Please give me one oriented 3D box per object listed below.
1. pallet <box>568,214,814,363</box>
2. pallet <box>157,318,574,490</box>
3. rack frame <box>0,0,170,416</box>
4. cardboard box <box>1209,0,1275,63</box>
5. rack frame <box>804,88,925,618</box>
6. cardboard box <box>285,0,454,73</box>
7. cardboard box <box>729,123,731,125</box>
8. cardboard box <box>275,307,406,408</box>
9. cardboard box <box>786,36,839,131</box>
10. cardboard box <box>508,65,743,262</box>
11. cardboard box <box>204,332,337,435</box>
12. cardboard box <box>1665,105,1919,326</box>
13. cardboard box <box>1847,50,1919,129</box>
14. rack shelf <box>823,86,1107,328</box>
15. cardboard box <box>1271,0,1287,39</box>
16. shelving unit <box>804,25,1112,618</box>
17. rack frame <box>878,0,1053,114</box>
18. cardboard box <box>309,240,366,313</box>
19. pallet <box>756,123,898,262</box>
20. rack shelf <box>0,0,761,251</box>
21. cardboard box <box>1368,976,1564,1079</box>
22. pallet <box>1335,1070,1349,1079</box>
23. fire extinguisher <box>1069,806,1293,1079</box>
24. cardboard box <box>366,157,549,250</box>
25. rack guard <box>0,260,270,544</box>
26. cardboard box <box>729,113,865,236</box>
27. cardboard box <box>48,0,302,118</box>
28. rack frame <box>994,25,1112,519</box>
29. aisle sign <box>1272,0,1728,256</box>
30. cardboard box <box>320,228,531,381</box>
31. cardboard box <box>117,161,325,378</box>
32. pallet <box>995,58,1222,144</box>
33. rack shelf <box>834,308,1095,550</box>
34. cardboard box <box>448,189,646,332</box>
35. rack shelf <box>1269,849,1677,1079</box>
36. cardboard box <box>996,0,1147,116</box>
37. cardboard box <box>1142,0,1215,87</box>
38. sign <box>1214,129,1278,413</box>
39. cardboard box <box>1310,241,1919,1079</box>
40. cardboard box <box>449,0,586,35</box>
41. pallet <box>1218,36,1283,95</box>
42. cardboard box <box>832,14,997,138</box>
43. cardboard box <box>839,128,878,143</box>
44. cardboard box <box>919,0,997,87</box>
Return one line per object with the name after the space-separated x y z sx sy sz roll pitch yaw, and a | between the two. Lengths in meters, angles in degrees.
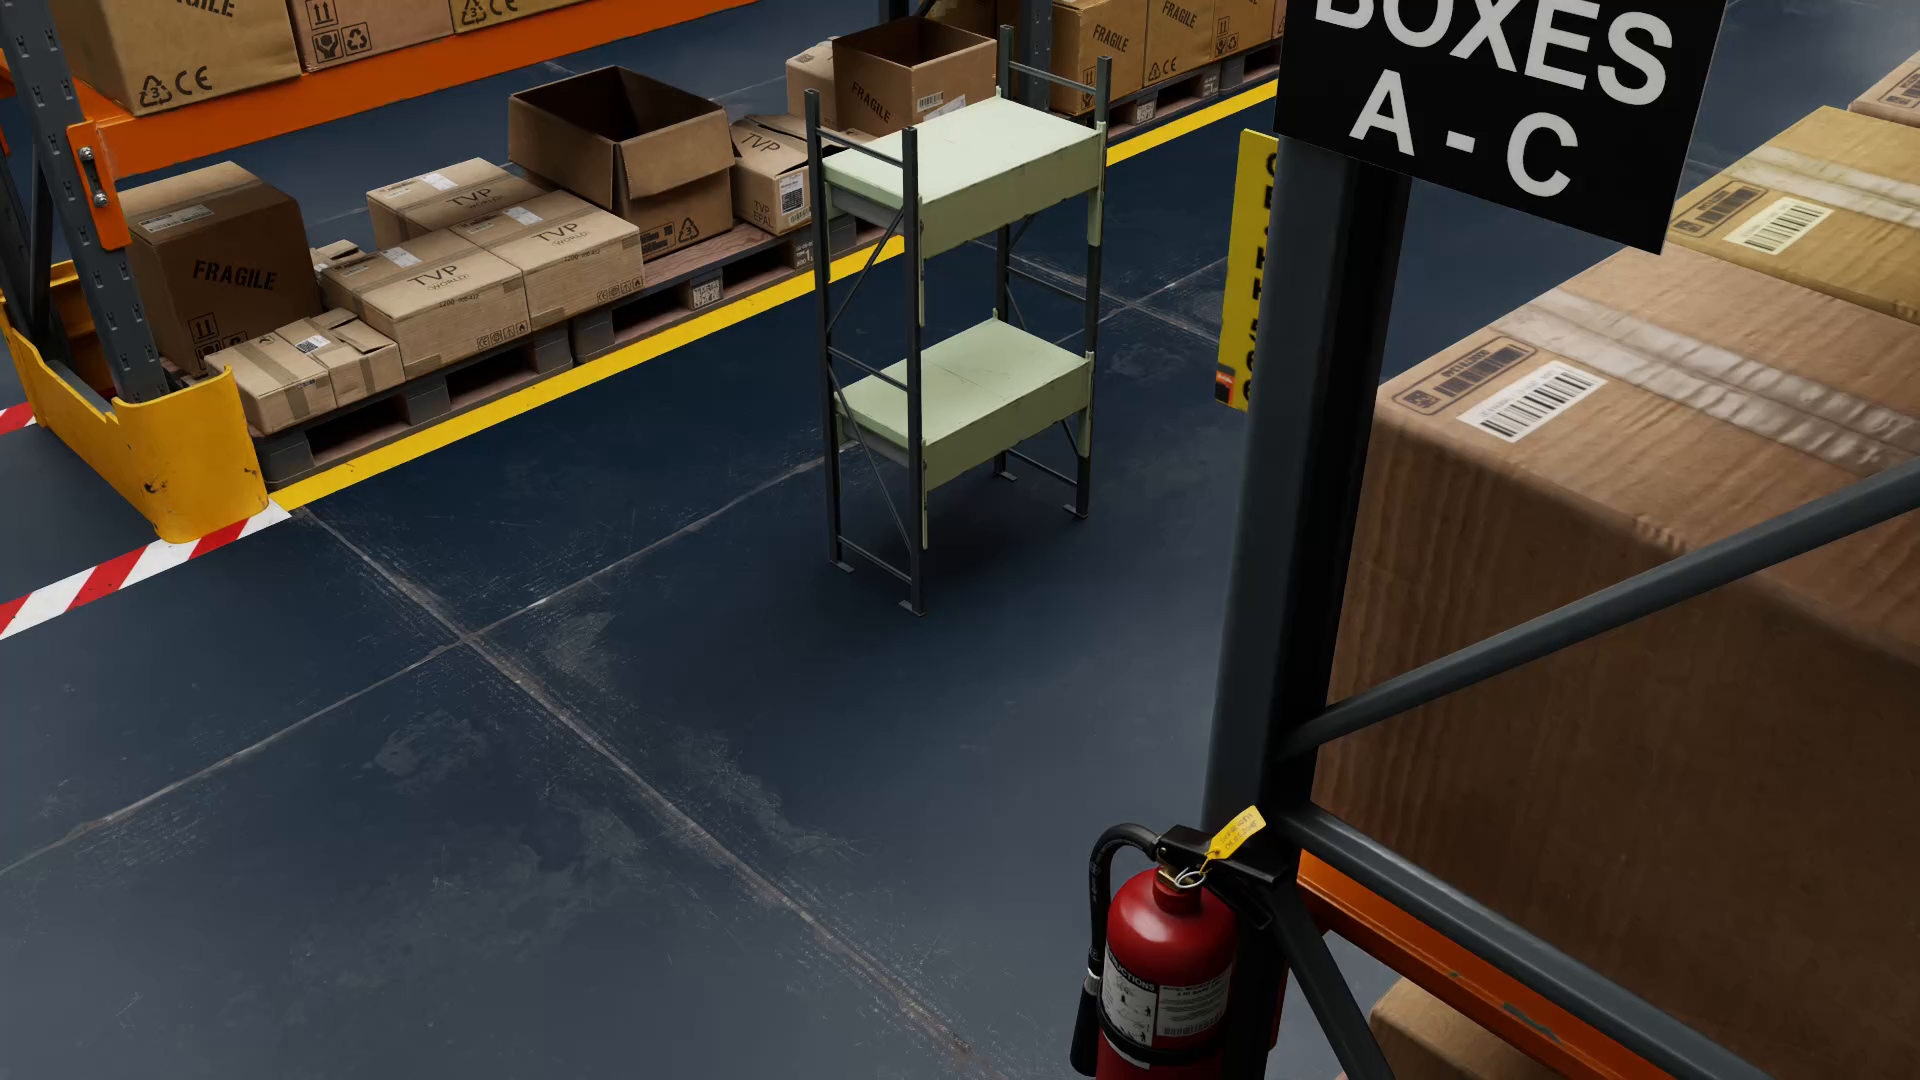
-1.337 -1.180 6.758 1.003 0.211 1.213 30 45 35 | pallet
-2.197 -0.687 6.051 1.003 0.211 1.213 30 45 35 | pallet
-2.811 -1.476 4.745 1.000 3.000 0.127 30 45 35 | rack frame
1.246 -2.774 8.406 0.500 0.500 0.500 -29 44 -35 | cardboard box
-0.253 -0.469 4.612 0.400 1.500 0.023 30 45 35 | rack frame
-1.952 -1.803 5.125 0.500 0.500 0.500 29 44 35 | cardboard box
-1.045 -1.680 7.129 0.380 0.166 0.250 30 45 35 | cardboard box
-2.096 -0.628 5.620 0.380 0.166 0.250 30 45 35 | cardboard box
-0.442 -2.094 7.597 0.500 0.311 0.500 30 45 35 | cardboard box
-1.313 -1.492 6.565 0.797 0.503 0.637 30 45 35 | cardboard box
-2.272 -0.519 5.479 0.380 0.149 0.250 30 45 35 | cardboard box
1.564 -0.115 2.531 0.980 0.700 0.700 29 44 35 | cardboard box
2.107 -0.421 2.969 0.980 0.700 0.700 27 43 33 | cardboard box
0.005 -0.938 4.602 0.431 0.370 0.720 30 45 35 | rack shelf
1.603 -2.979 8.700 0.500 0.500 0.500 28 43 34 | cardboard box
0.005 -0.618 4.825 0.431 1.500 0.755 30 45 35 | shelving unit
0.007 -3.100 7.073 1.000 3.000 0.127 30 45 35 | rack frame
-2.254 -0.943 6.072 0.380 0.166 0.250 30 45 35 | cardboard box
-0.478 -1.678 7.471 1.003 0.211 1.213 30 45 35 | pallet
-1.402 -1.993 6.115 1.077 0.370 4.000 30 45 35 | rack shelf
1.129 1.047 2.944 0.700 0.500 0.500 30 45 35 | cardboard box
1.215 1.306 3.192 1.003 0.211 1.213 30 45 35 | pallet
0.273 0.579 2.192 0.296 0.674 0.183 30 45 35 | fire extinguisher
-1.912 -1.222 6.400 0.500 0.250 0.500 30 45 35 | cardboard box
-2.758 -0.482 5.504 1.175 0.500 0.348 30 45 35 | rack guard
-0.722 -1.528 6.784 0.500 0.311 0.500 30 45 35 | cardboard box
-2.312 -1.591 4.822 0.500 0.500 0.500 -29 44 -35 | cardboard box
0.263 -0.766 5.038 0.400 1.500 0.023 30 45 35 | rack frame
0.443 -0.639 1.272 0.394 0.787 0.004 30 45 35 | aisle sign
-1.875 -0.838 5.849 0.500 0.250 0.500 30 45 35 | cardboard box
-2.603 -0.951 5.793 0.500 0.500 0.500 30 45 35 | cardboard box
0.553 -2.302 8.366 1.003 0.211 1.213 30 45 35 | pallet
0.005 -0.350 5.011 0.431 0.370 0.720 30 45 35 | rack shelf
-1.522 -1.041 6.140 0.500 0.250 0.500 30 45 35 | cardboard box
2.116 0.002 3.254 1.077 0.370 4.000 30 45 35 | rack shelf
0.521 -2.353 7.803 0.500 0.500 0.500 27 43 33 | cardboard box
0.889 -2.574 8.120 0.500 0.500 0.500 -29 44 -35 | cardboard box
0.331 -0.278 1.807 0.100 0.325 0.005 30 45 35 | sign
1.059 0.185 2.101 0.700 0.700 0.980 -28 43 -34 | cardboard box
-1.596 -2.005 5.416 0.500 0.500 0.500 29 44 35 | cardboard box
1.413 -2.799 9.079 1.003 0.211 1.213 30 45 35 | pallet
-0.193 -1.910 7.167 0.500 0.500 0.500 30 45 35 | cardboard box
-0.415 -1.589 7.014 0.380 0.149 0.250 30 45 35 | cardboard box
0.151 -2.571 8.115 0.500 0.500 0.500 29 44 35 | cardboard box
